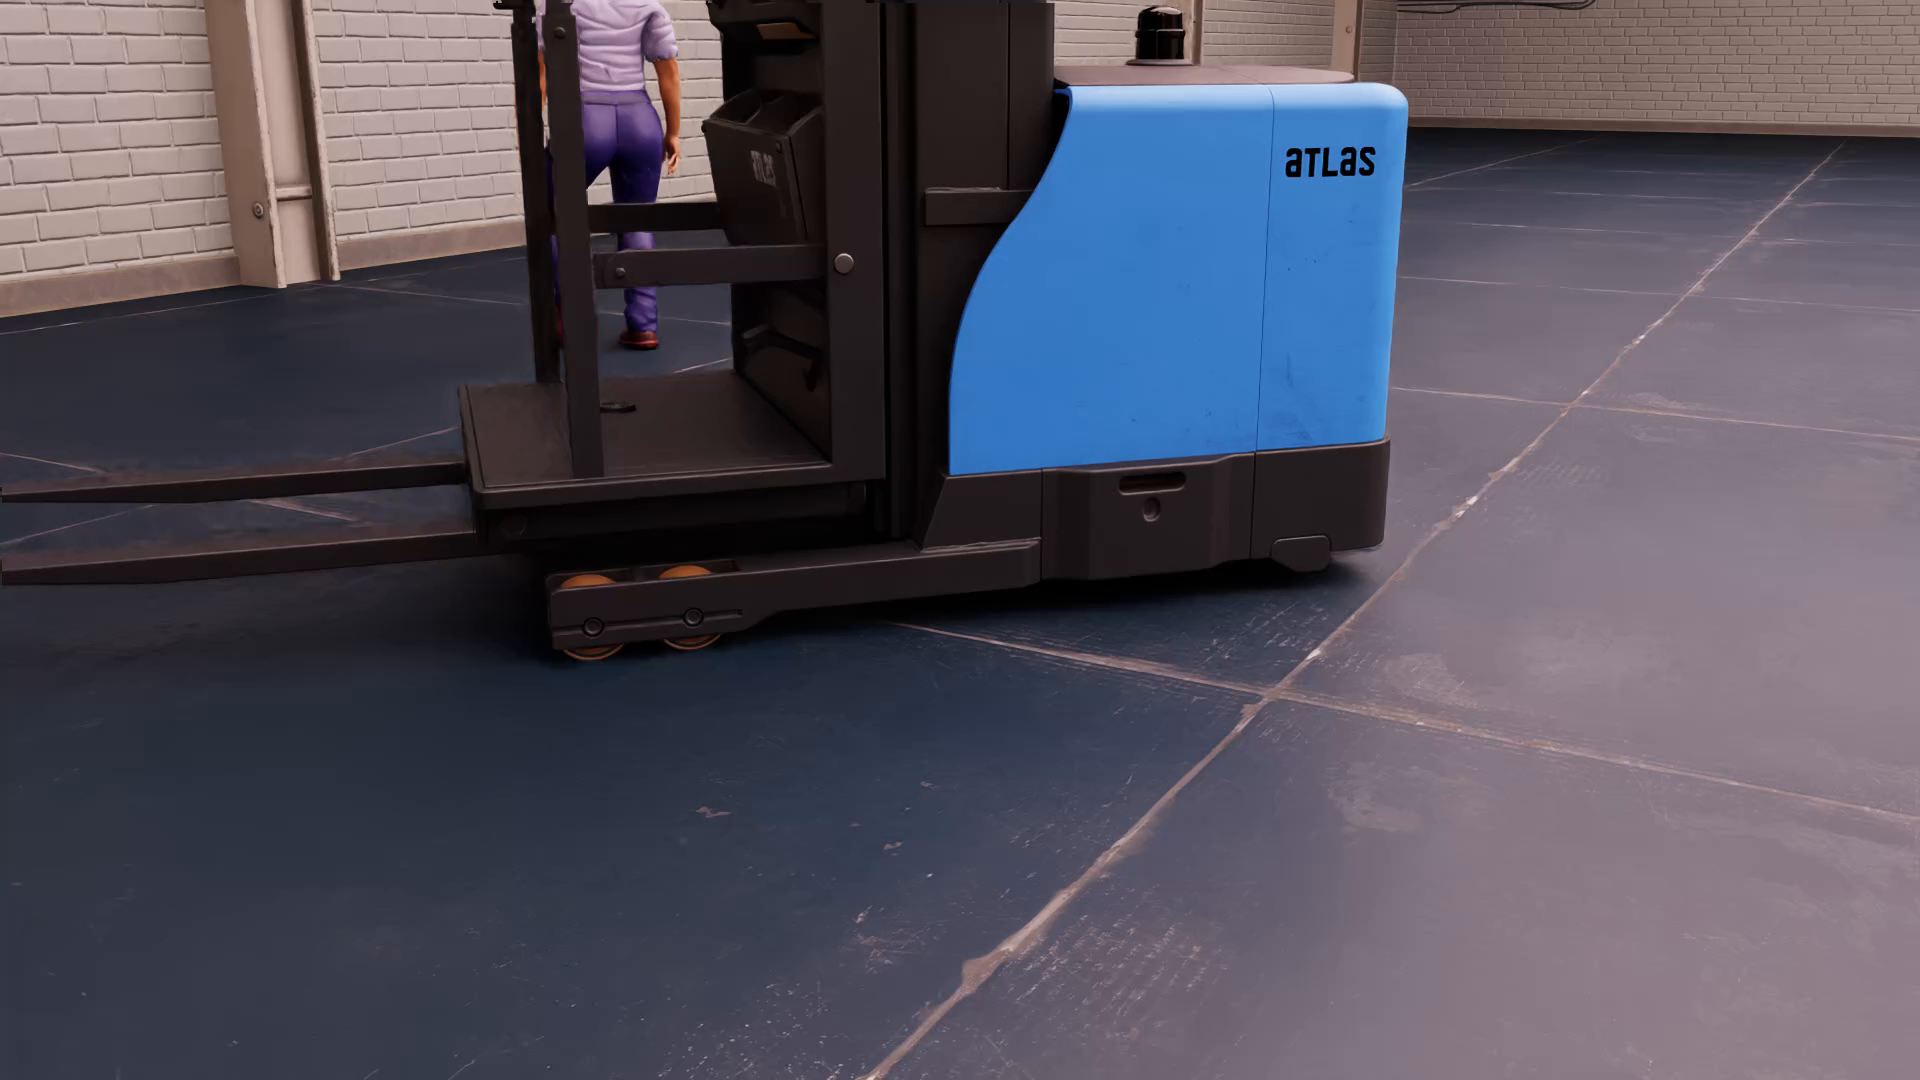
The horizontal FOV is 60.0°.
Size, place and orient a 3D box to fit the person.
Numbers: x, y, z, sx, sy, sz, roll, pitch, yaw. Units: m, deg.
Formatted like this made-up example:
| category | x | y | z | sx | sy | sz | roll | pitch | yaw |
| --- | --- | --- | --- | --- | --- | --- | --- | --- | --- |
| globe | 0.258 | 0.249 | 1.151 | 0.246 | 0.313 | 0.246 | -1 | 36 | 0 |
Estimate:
| category | x | y | z | sx | sy | sz | roll | pitch | yaw |
| --- | --- | --- | --- | --- | --- | --- | --- | --- | --- |
| person | -1.408 | -1.571 | 6.507 | 0.596 | 1.637 | 0.465 | -8 | 18 | -25 |

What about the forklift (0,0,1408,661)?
| category | x | y | z | sx | sy | sz | roll | pitch | yaw |
| --- | --- | --- | --- | --- | --- | --- | --- | --- | --- |
| forklift | -0.608 | -1.337 | 3.393 | 3.031 | 2.935 | 1.130 | -5 | 17 | -17 |
